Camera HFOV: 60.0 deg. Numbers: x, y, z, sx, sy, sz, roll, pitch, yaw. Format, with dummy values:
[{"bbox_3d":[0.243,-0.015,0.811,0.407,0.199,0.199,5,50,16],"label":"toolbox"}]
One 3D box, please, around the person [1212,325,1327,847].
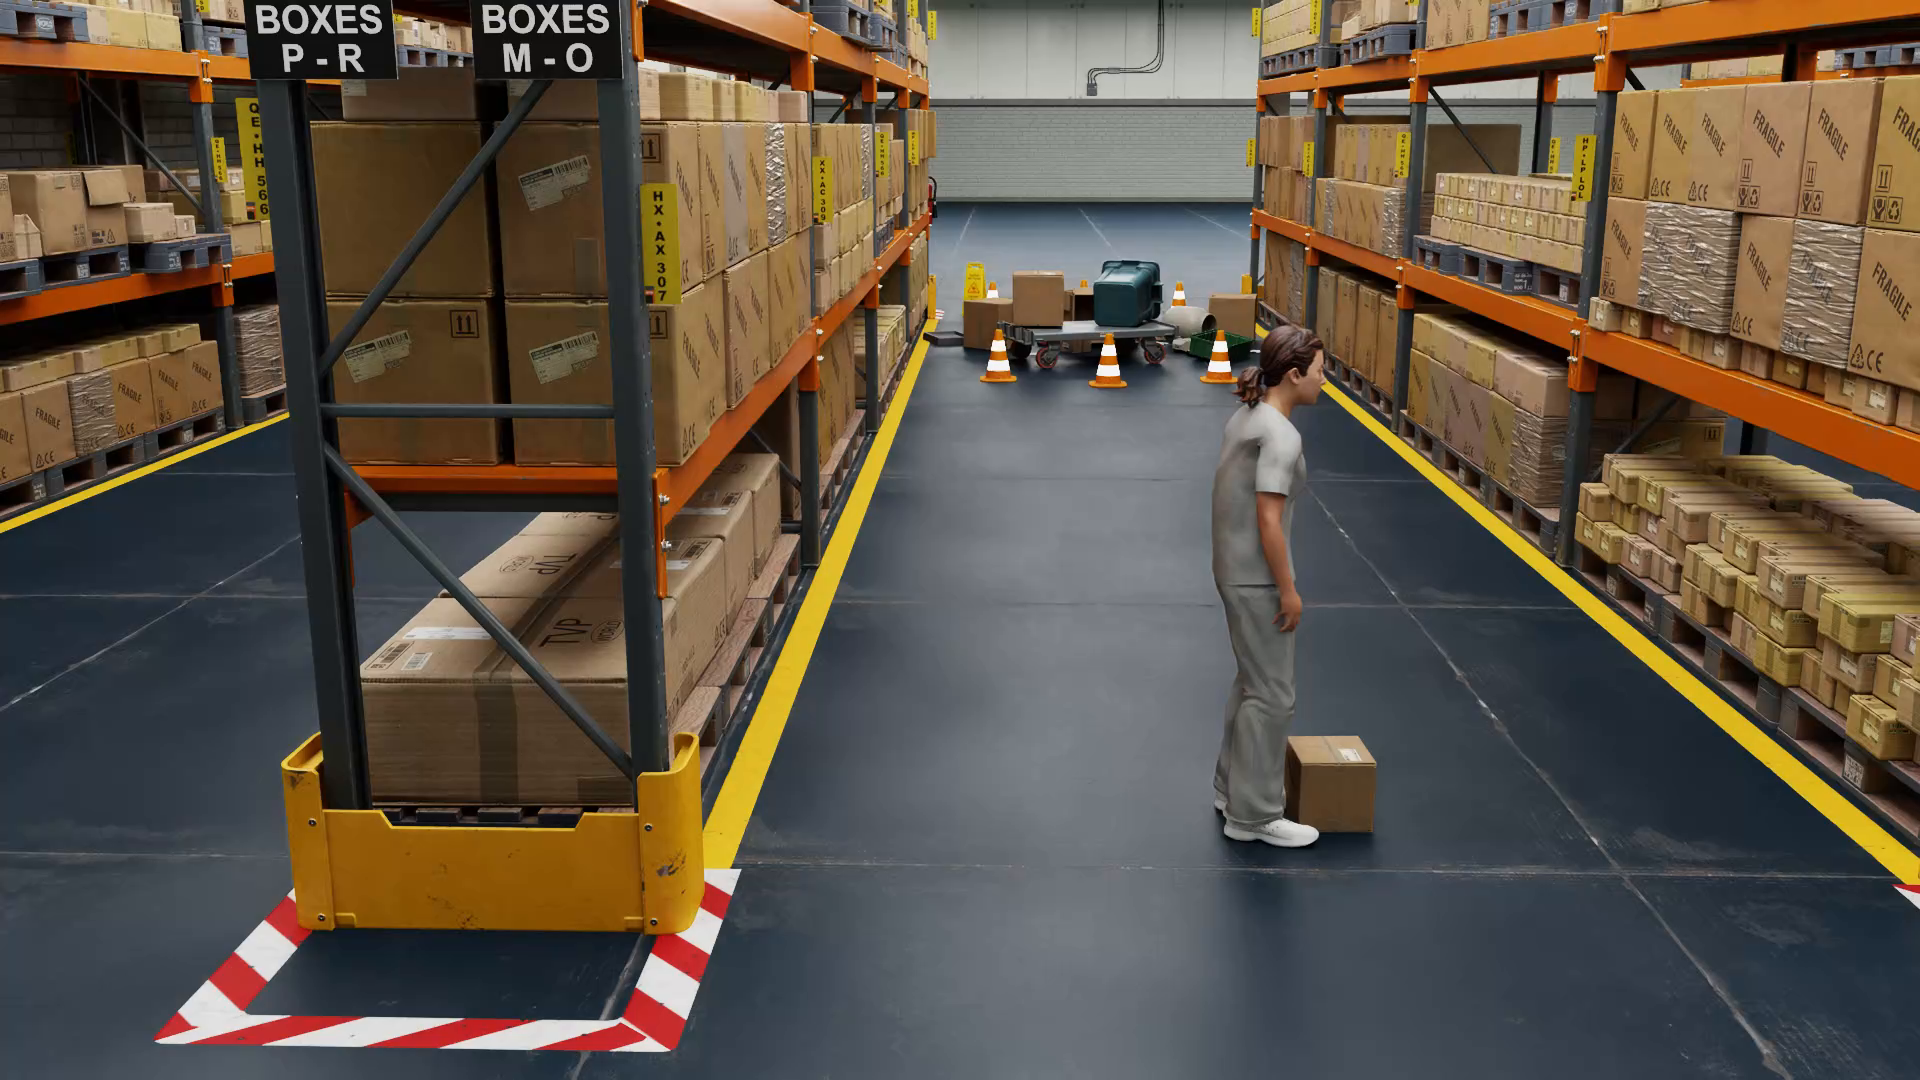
[{"bbox_3d":[1.005,0.136,5.456,0.358,1.673,0.505,0,14,0],"label":"person"}]
